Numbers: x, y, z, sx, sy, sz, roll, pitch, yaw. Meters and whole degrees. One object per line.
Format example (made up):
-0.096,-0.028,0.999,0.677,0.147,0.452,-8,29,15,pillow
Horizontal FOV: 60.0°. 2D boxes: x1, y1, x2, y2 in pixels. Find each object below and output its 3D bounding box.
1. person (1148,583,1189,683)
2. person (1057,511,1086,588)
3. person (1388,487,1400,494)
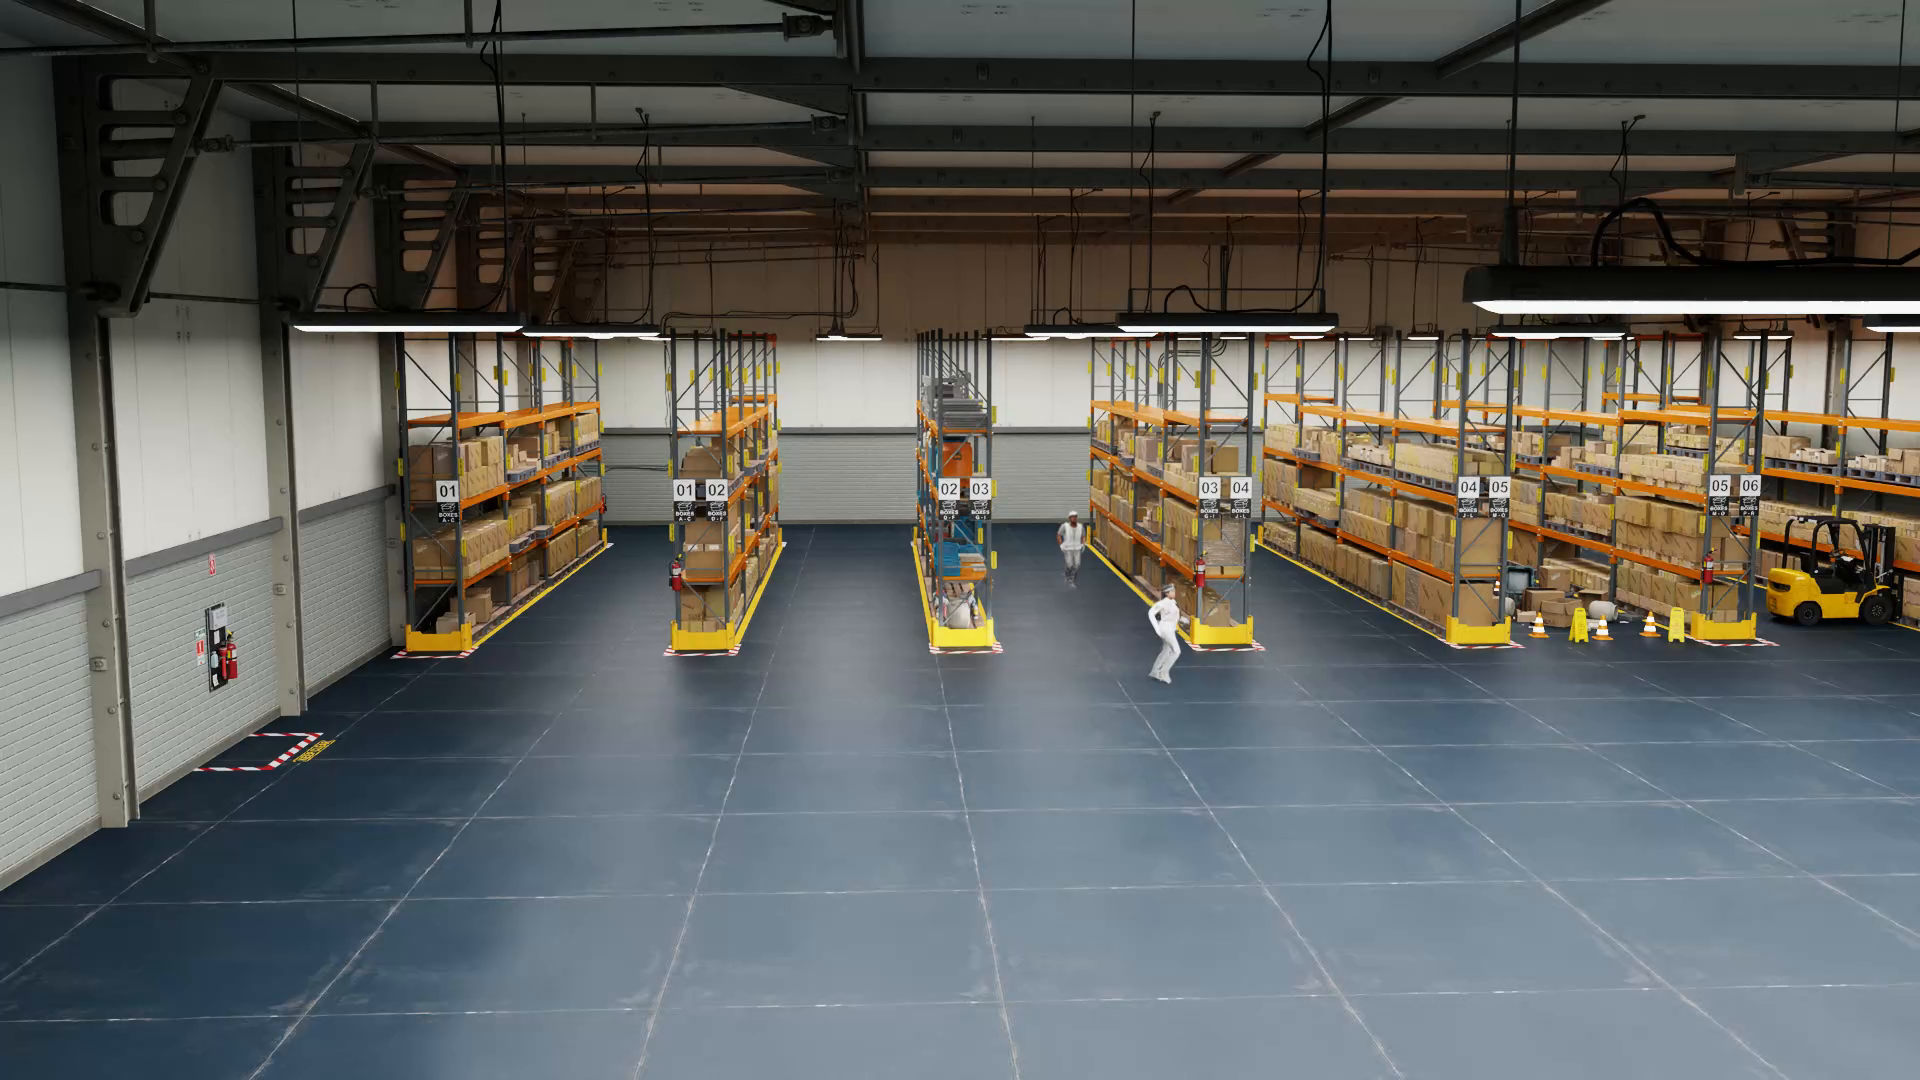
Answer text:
3.551,1.575,28.243,0.672,1.711,0.608,4,8,29,person
2.510,0.216,37.074,0.652,1.729,0.524,-1,7,-12,person
12.889,-0.980,49.434,0.695,1.820,0.663,0,7,-2,person
